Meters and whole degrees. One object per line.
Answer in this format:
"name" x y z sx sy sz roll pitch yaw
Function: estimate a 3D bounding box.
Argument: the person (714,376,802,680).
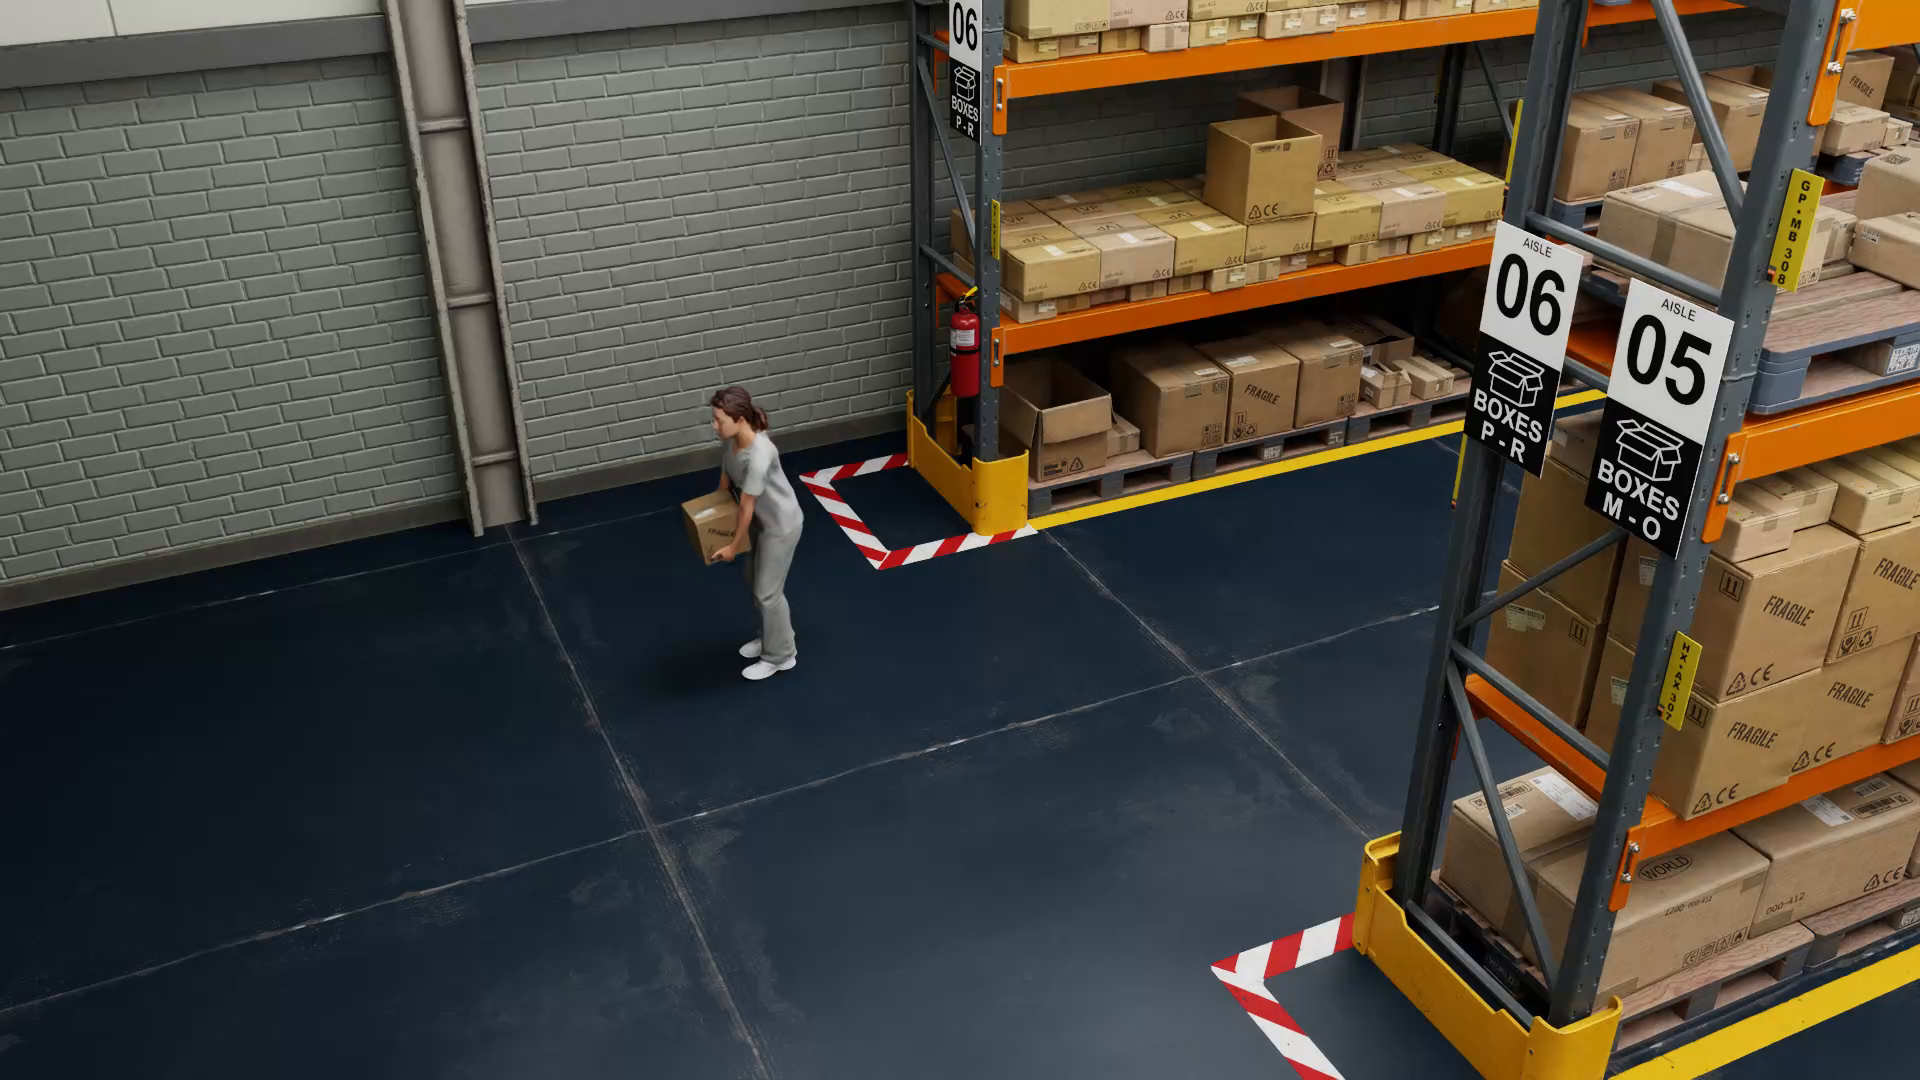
"person" -1.054 -0.056 8.559 0.524 1.668 0.409 -14 32 -23
